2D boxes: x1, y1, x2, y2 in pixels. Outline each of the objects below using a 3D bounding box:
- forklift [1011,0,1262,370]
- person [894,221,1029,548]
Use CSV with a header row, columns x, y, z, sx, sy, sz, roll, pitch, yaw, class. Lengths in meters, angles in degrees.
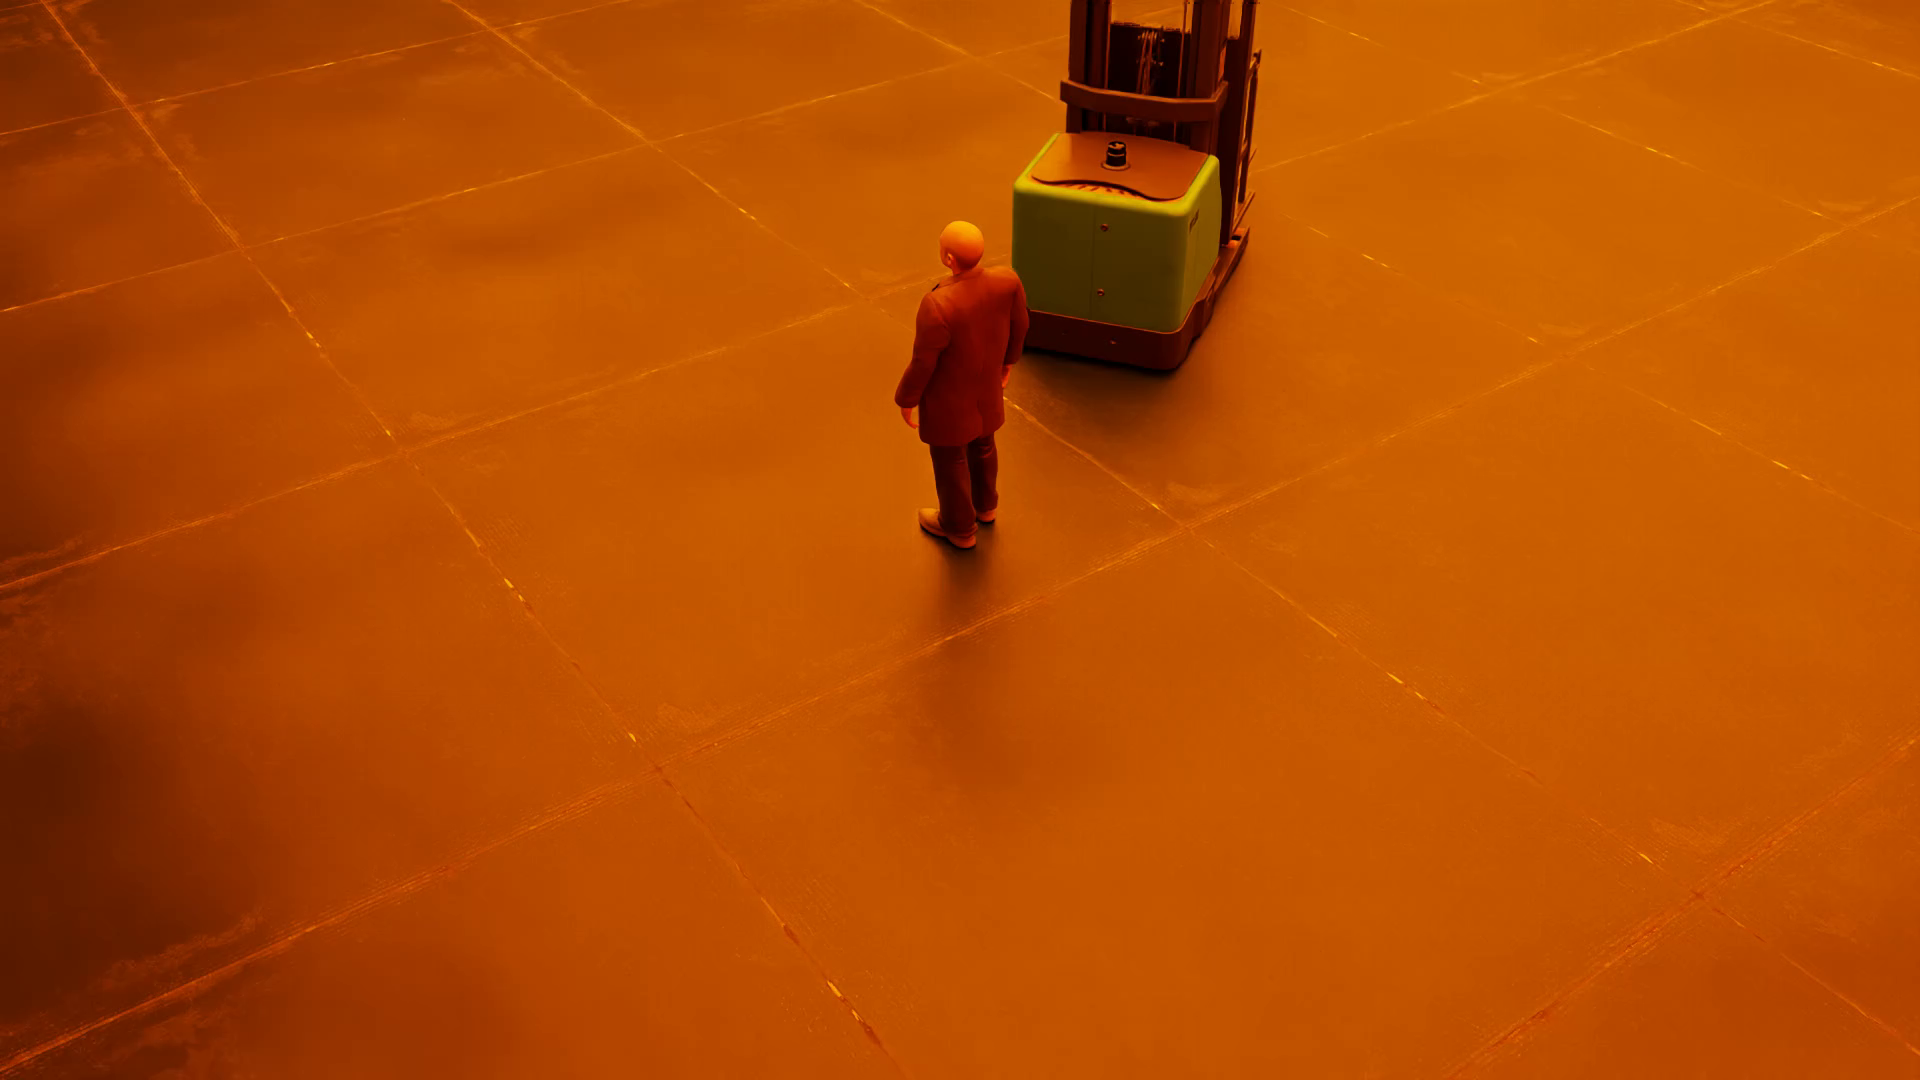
x,y,z,sx,sy,sz,roll,pitch,yaw,class
1.269,-3.039,10.055,1.130,2.935,3.031,12,38,16,forklift
-0.050,-0.766,7.939,0.696,1.777,0.579,-23,42,-28,person
